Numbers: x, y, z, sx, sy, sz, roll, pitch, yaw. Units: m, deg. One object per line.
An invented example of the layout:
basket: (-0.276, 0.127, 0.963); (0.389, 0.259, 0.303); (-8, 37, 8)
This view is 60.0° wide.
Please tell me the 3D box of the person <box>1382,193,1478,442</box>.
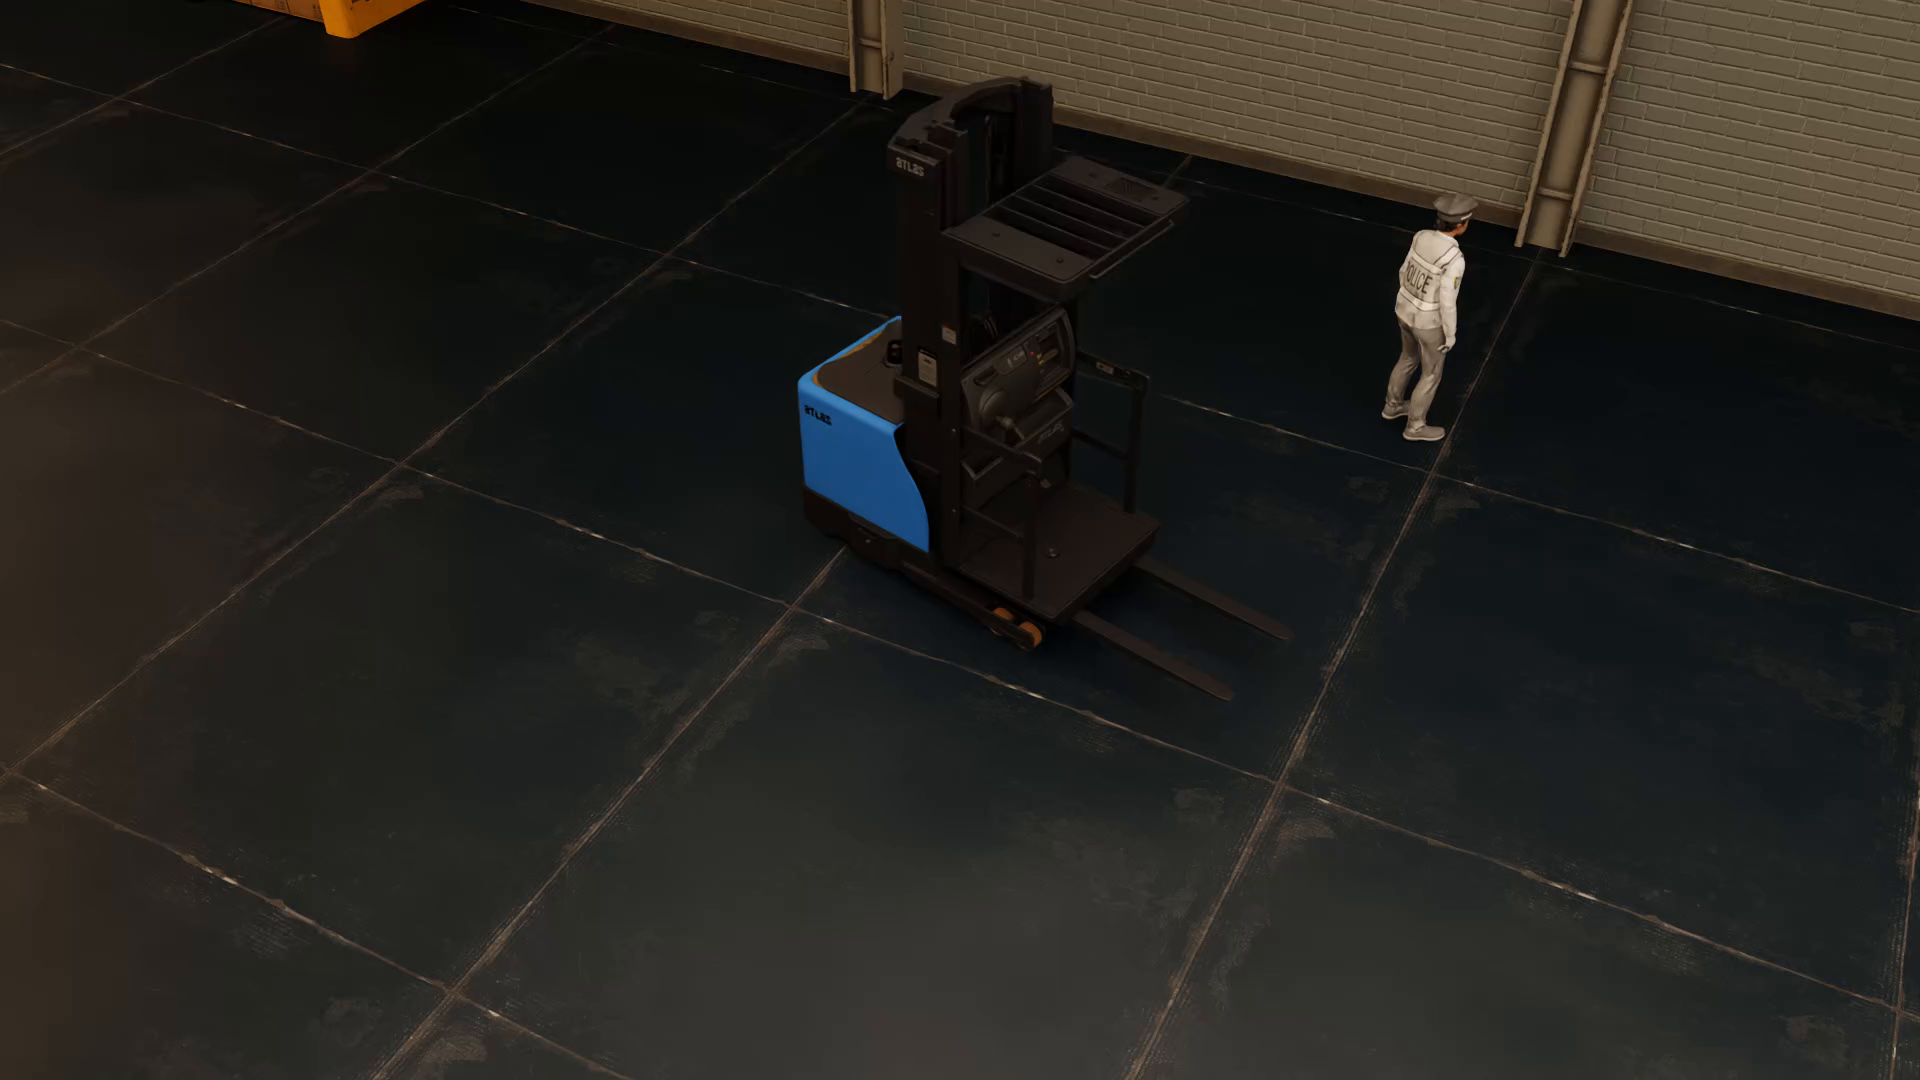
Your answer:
person: (2.993, -1.422, 10.662); (0.374, 1.663, 0.529); (-15, 42, -17)

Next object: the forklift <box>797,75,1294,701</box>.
forklift: (0.487, -0.876, 9.026); (3.031, 2.935, 1.130); (28, 47, 29)
